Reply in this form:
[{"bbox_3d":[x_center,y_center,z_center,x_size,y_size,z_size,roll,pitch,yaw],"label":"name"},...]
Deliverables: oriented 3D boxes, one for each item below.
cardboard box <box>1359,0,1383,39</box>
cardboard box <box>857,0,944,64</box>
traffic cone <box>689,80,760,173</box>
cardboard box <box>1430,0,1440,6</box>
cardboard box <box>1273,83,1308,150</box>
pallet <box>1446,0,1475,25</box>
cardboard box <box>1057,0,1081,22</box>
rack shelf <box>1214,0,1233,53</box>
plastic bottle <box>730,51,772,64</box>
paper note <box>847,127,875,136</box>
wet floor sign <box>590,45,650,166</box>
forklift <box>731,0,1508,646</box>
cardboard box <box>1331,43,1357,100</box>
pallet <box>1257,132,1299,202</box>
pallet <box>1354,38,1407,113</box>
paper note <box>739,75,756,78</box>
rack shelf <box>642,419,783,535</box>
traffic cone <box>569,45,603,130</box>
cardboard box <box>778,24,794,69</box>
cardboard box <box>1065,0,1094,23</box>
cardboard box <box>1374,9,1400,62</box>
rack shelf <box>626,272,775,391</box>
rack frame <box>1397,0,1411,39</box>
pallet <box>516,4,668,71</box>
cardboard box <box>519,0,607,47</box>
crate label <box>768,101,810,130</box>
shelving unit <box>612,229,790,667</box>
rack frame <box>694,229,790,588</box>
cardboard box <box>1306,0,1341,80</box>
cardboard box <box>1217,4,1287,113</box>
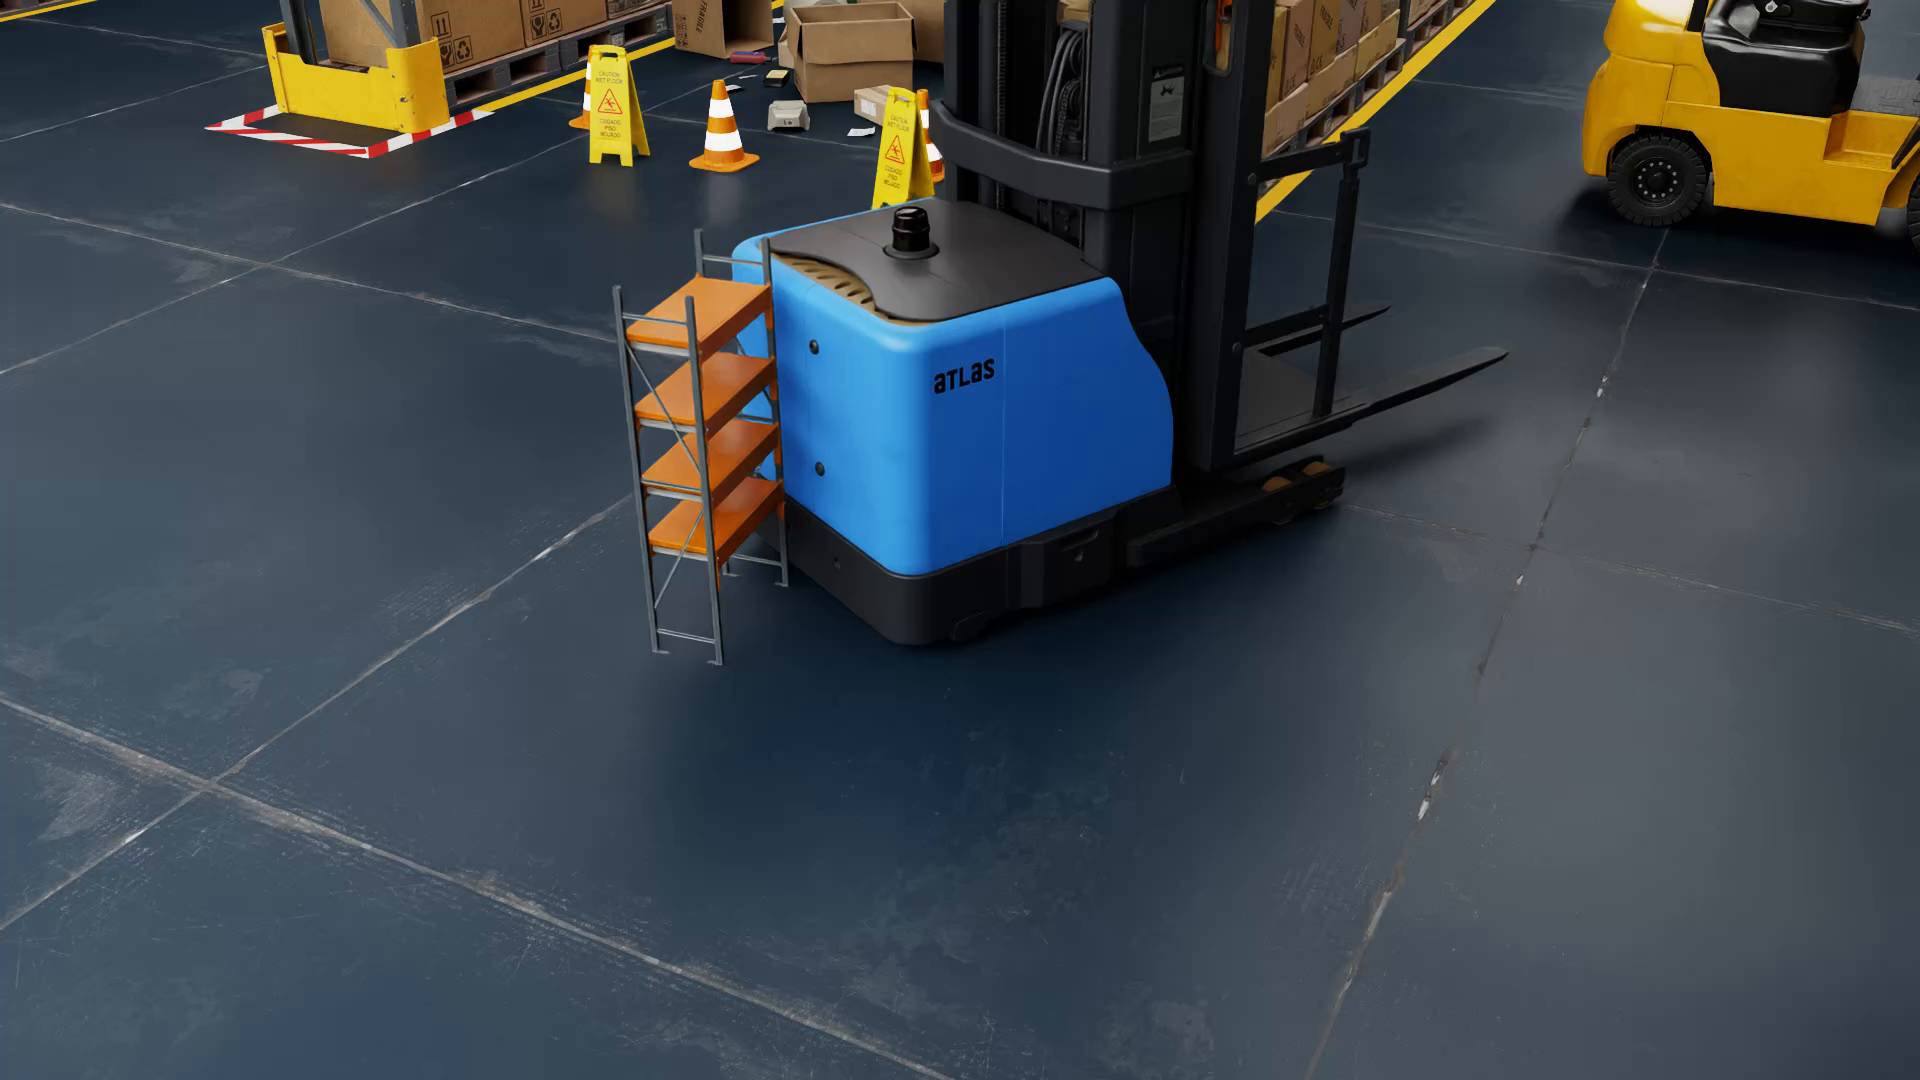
[{"bbox_3d":[2.310,-3.416,10.273,0.500,0.500,0.500,15,33,24],"label":"cardboard box"},{"bbox_3d":[-0.286,-3.623,11.417,0.797,0.637,0.503,14,33,23],"label":"cardboard box"},{"bbox_3d":[-1.346,-2.361,9.397,0.336,0.463,0.334,14,33,23],"label":"traffic cone"},{"bbox_3d":[3.132,-4.246,12.348,0.950,0.372,0.625,16,34,26],"label":"cardboard box"},{"bbox_3d":[1.602,-2.386,9.233,0.500,0.250,0.500,16,33,25],"label":"cardboard box"},{"bbox_3d":[3.479,-4.330,13.077,1.003,0.211,1.213,14,33,23],"label":"pallet"},{"bbox_3d":[0.872,-3.401,11.168,0.500,0.500,0.500,-12,32,-20],"label":"cardboard box"},{"bbox_3d":[1.660,-3.452,9.471,1.077,0.370,4.000,14,33,23],"label":"rack shelf"},{"bbox_3d":[-1.435,-3.333,11.493,0.283,0.061,0.133,4,30,6],"label":"plastic bottle"},{"bbox_3d":[-0.592,-2.460,10.004,0.148,0.019,0.142,4,30,6],"label":"paper note"},{"bbox_3d":[-1.954,-2.472,9.407,0.267,0.644,0.232,9,31,15],"label":"wet floor sign"},{"bbox_3d":[0.757,-1.519,5.452,3.031,2.935,1.130,-20,35,-30],"label":"forklift"},{"bbox_3d":[2.072,-2.854,10.048,0.500,0.250,0.500,15,33,24],"label":"cardboard box"},{"bbox_3d":[1.185,-2.054,9.114,1.003,0.211,1.213,14,33,23],"label":"pallet"},{"bbox_3d":[2.297,-3.135,10.998,1.003,0.211,1.213,14,33,23],"label":"pallet"},{"bbox_3d":[-1.423,-3.108,11.151,0.123,0.001,0.032,-18,34,-28],"label":"paper note"},{"bbox_3d":[-0.755,-0.212,5.049,0.258,0.148,0.480,10,31,16],"label":"rack shelf"},{"bbox_3d":[-2.198,-2.769,10.106,0.336,0.463,0.334,14,33,23],"label":"traffic cone"},{"bbox_3d":[-1.025,-3.363,11.340,0.396,0.266,0.258,21,36,32],"label":"cardboard box"},{"bbox_3d":[0.882,-2.606,8.863,0.500,0.500,0.500,15,33,24],"label":"cardboard box"},{"bbox_3d":[2.541,-3.317,10.854,0.500,0.250,0.500,16,33,25],"label":"cardboard box"},{"bbox_3d":[-0.755,-0.611,4.820,0.258,0.148,0.480,10,31,16],"label":"rack shelf"},{"bbox_3d":[2.571,-4.650,10.836,1.000,3.000,0.127,14,33,23],"label":"rack frame"},{"bbox_3d":[-2.852,-3.657,11.907,1.003,0.211,1.213,14,33,23],"label":"pallet"},{"bbox_3d":[-3.055,-3.922,11.280,0.875,0.875,0.875,14,33,23],"label":"cardboard box"},{"bbox_3d":[-1.044,-2.583,10.110,0.250,0.136,0.298,-1,30,-3],"label":"crate label"},{"bbox_3d":[-0.755,-0.270,5.016,0.258,1.200,0.503,10,31,16],"label":"shelving unit"},{"bbox_3d":[-0.676,-0.385,5.216,0.240,1.200,0.015,10,31,16],"label":"rack frame"},{"bbox_3d":[1.843,-2.951,9.463,0.500,0.500,0.500,15,33,24],"label":"cardboard box"},{"bbox_3d":[1.373,-2.498,8.674,0.500,0.500,0.500,13,32,22],"label":"cardboard box"}]
